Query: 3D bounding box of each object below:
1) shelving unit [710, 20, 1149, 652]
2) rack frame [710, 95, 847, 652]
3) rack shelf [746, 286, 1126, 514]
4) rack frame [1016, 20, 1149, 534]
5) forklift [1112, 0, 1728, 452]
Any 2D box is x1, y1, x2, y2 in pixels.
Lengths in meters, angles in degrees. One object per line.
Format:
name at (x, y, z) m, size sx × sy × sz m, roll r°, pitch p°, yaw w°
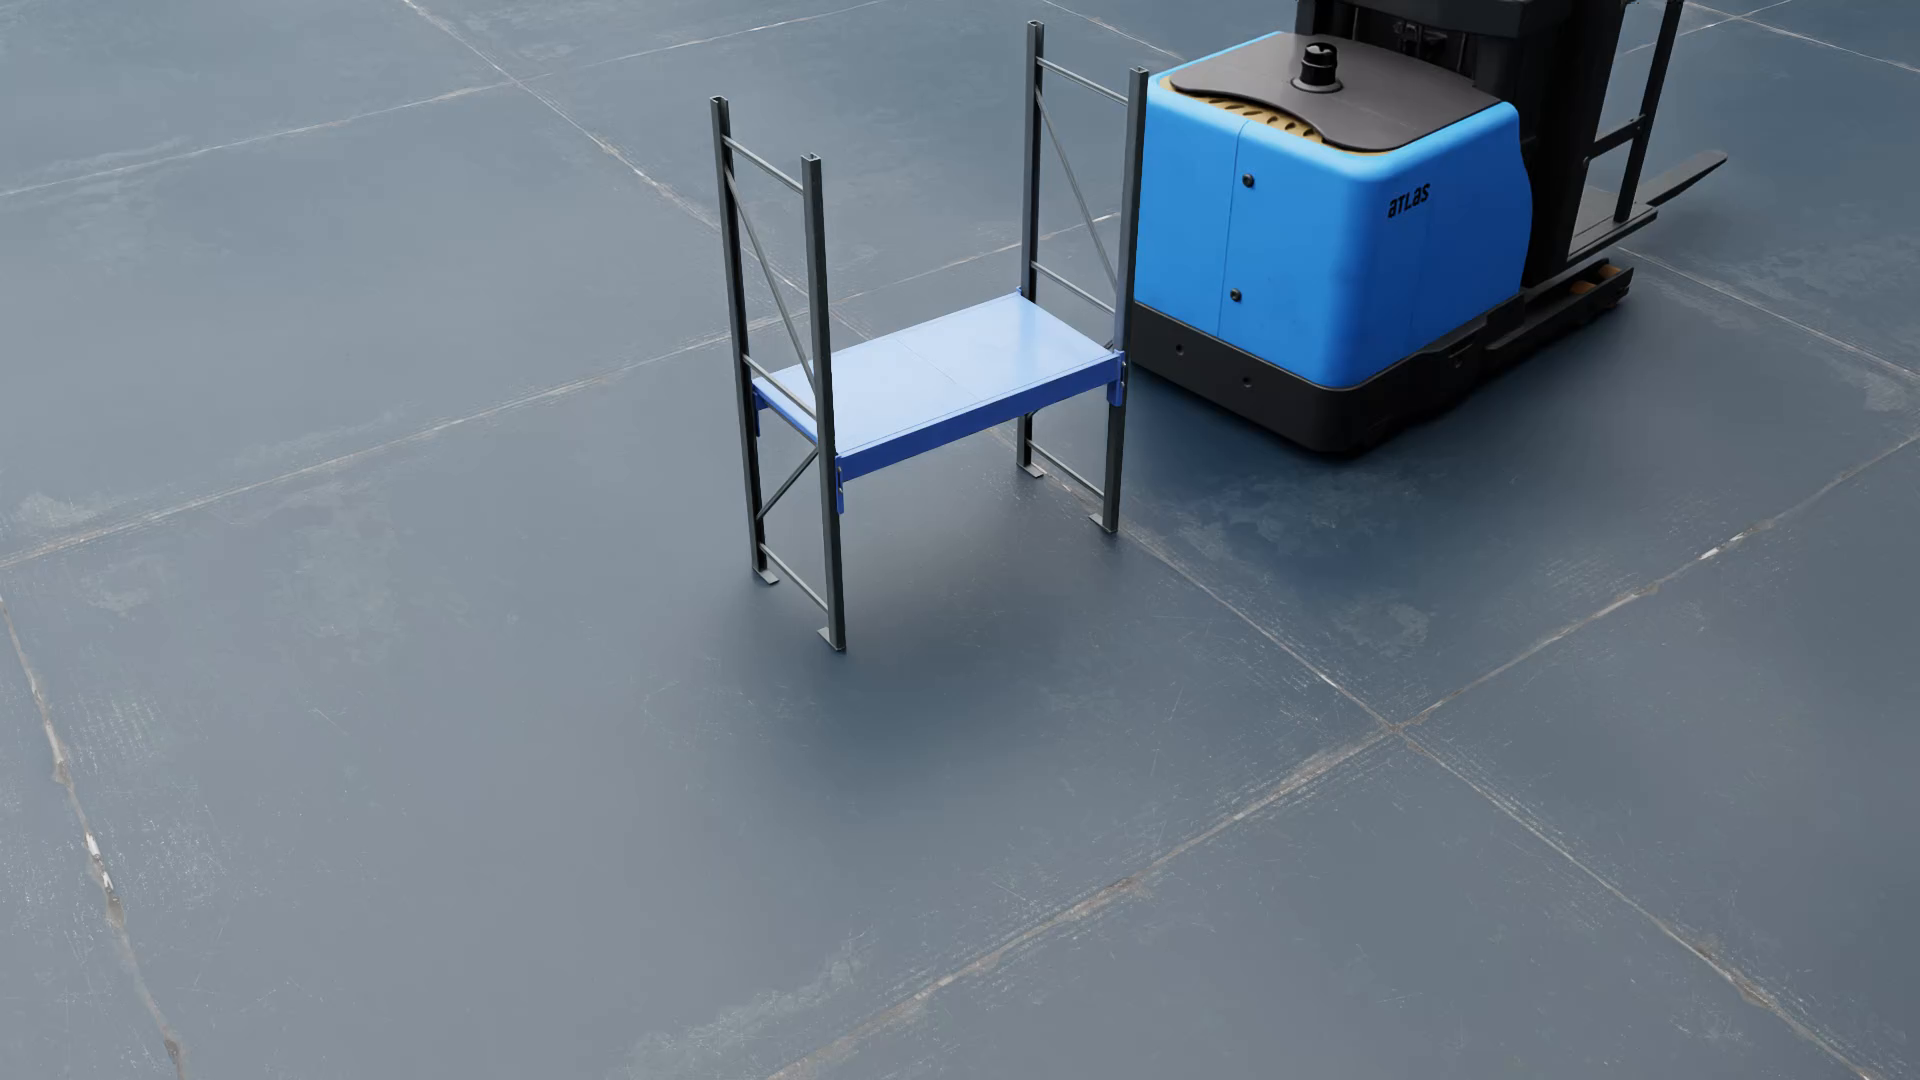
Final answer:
shelving unit at (-0.070, -0.580, 4.772) m, size 1.048 × 1.500 × 0.538 m, roll -22°, pitch 41°, yaw -28°
rack frame at (-0.485, -0.409, 4.534) m, size 0.032 × 1.500 × 0.500 m, roll -22°, pitch 41°, yaw -28°
rack shelf at (-0.070, -0.434, 4.877) m, size 1.000 × 0.185 × 0.538 m, roll -22°, pitch 41°, yaw -28°
rack frame at (0.346, -0.751, 5.010) m, size 0.032 × 1.500 × 0.500 m, roll -22°, pitch 41°, yaw -28°
forklift at (1.984, -2.221, 5.827) m, size 3.031 × 2.935 × 1.130 m, roll -28°, pitch 44°, yaw -33°
